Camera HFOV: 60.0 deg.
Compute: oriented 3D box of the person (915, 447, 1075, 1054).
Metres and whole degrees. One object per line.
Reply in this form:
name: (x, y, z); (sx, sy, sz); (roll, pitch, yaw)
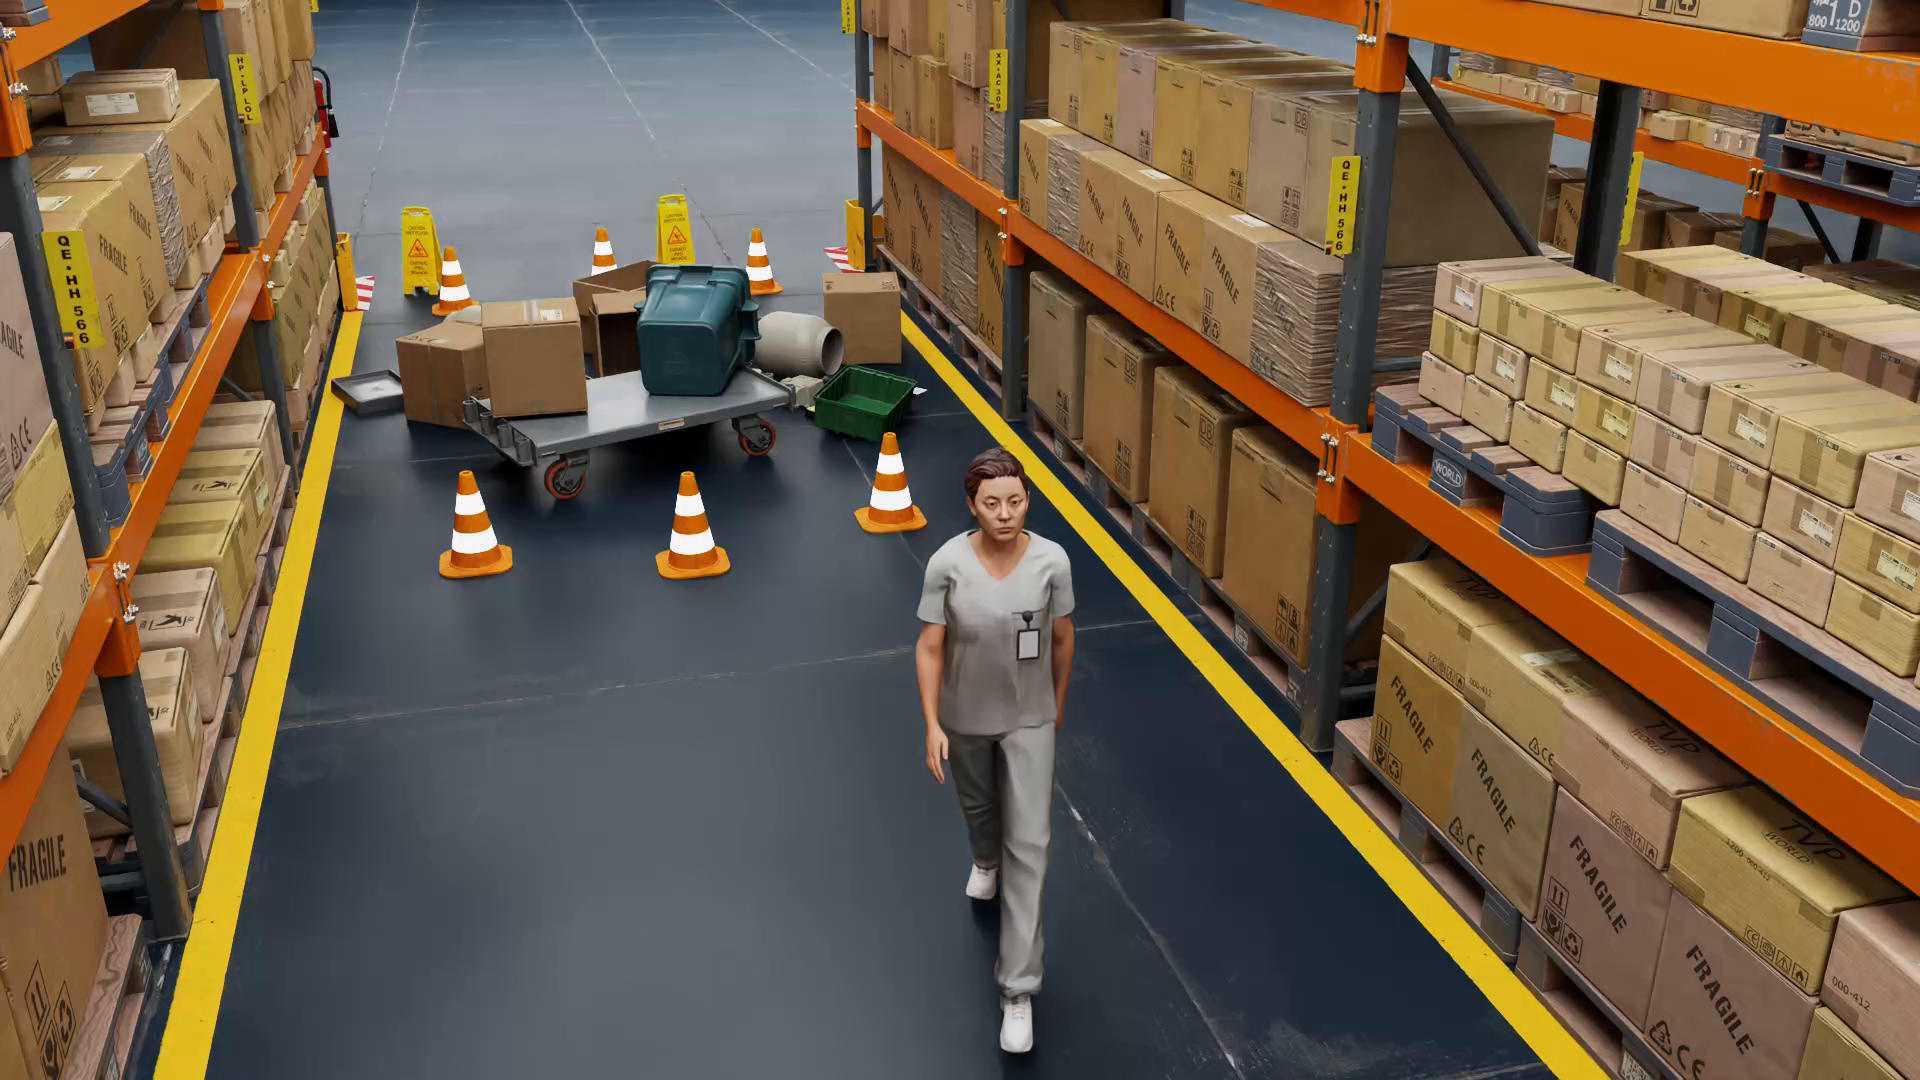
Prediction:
person: (0.098, 0.527, 4.822); (0.454, 1.603, 1.032); (2, 23, 4)
